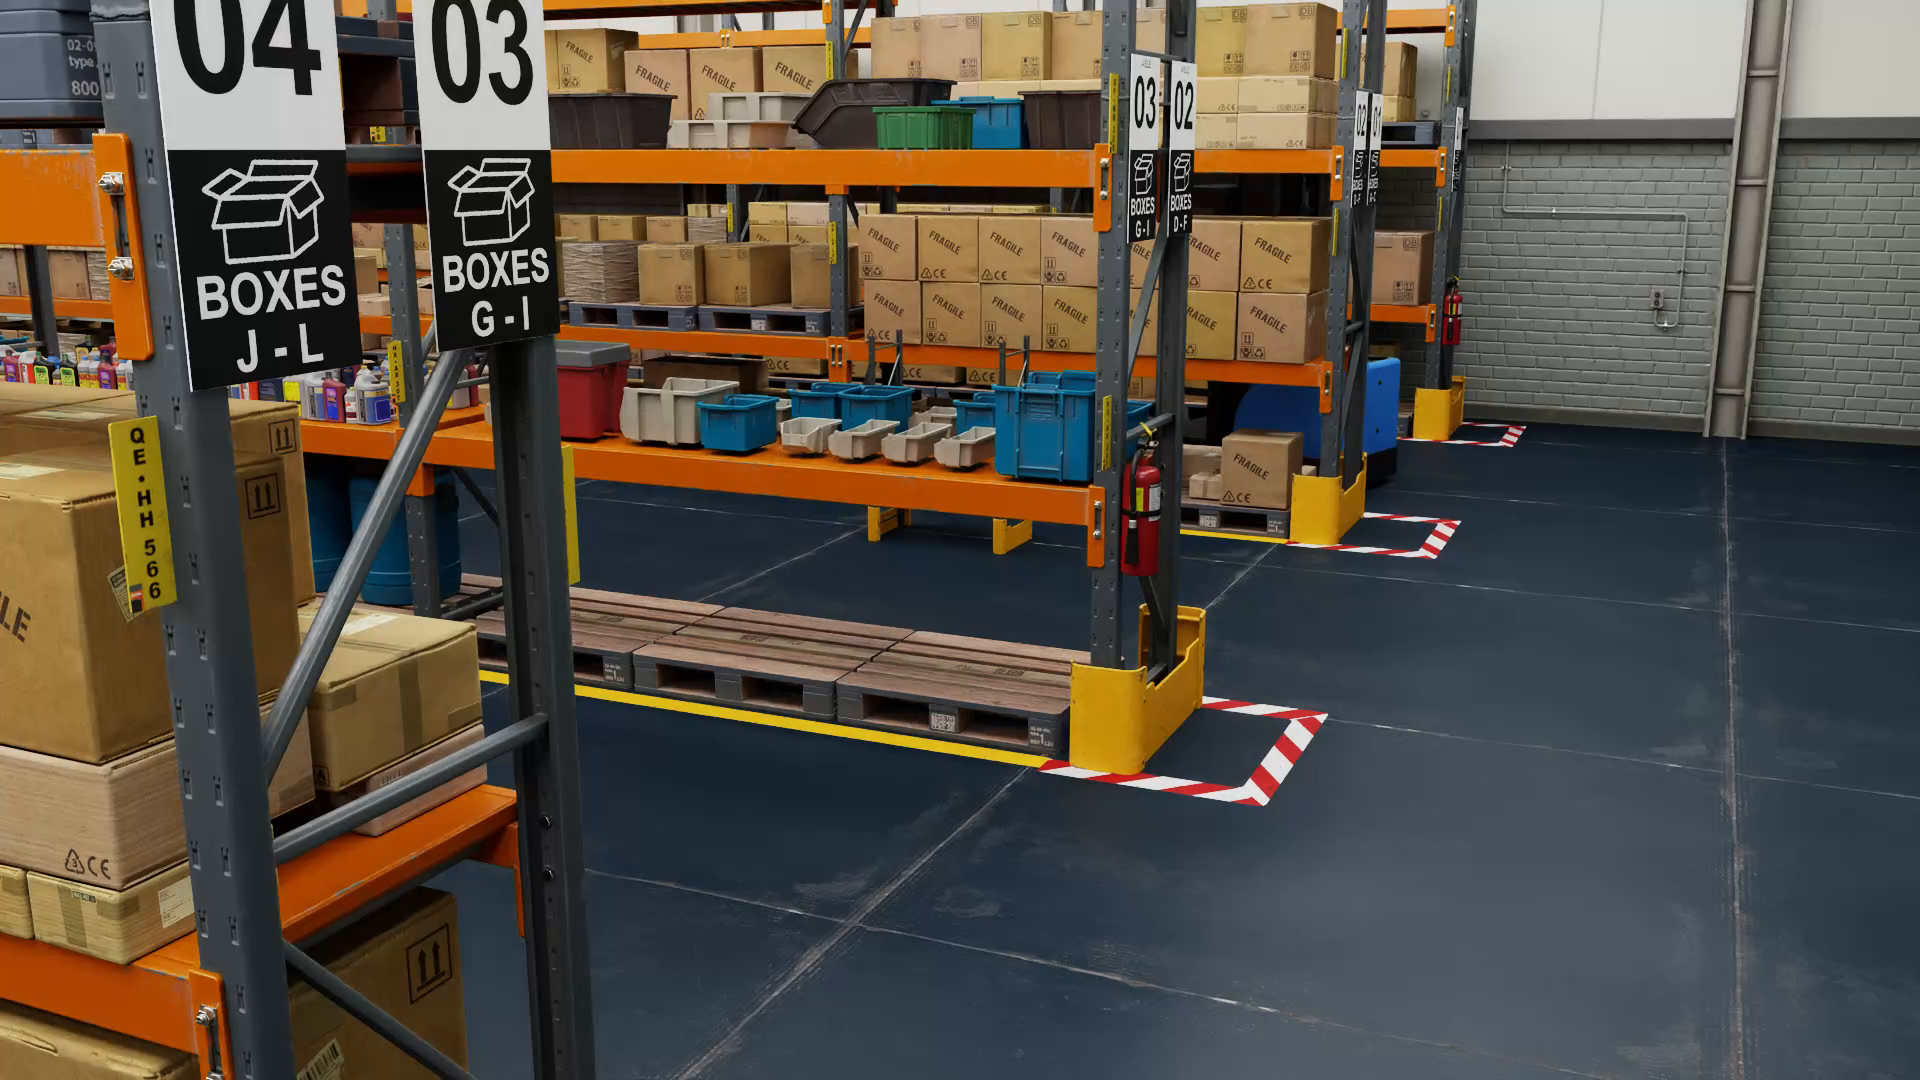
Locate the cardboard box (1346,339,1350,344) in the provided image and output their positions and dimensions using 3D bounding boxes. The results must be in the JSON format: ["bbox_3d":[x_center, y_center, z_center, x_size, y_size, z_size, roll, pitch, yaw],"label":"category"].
[{"bbox_3d":[3.922,-2.004,17.361,0.250,0.149,0.380,6,14,23],"label":"cardboard box"}]

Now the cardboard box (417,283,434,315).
[{"bbox_3d":[-4.762,-2.284,15.619,0.500,0.311,0.500,7,15,27],"label":"cardboard box"}]

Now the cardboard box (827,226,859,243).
[{"bbox_3d":[-1.175,-3.328,18.959,0.500,0.500,0.500,6,14,23],"label":"cardboard box"}]

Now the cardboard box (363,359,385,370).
[{"bbox_3d":[-5.756,-1.628,16.500,0.500,0.311,0.500,5,14,22],"label":"cardboard box"}]

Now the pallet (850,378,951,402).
[{"bbox_3d":[-0.642,-1.761,19.296,1.213,0.211,1.003,6,14,23],"label":"pallet"}]

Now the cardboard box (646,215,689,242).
[{"bbox_3d":[-3.400,-3.670,20.149,0.500,0.500,0.700,4,14,18],"label":"cardboard box"}]

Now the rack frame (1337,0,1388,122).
[{"bbox_3d":[2.867,-4.465,11.587,0.127,3.000,1.000,6,14,23],"label":"rack frame"}]

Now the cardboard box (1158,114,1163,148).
[{"bbox_3d":[1.376,-3.017,12.307,0.500,0.250,0.500,6,14,23],"label":"cardboard box"}]

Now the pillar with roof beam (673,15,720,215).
[{"bbox_3d":[-5.026,-5.643,16.603,0.400,9.000,9.100,6,14,23],"label":"pillar with roof beam"}]

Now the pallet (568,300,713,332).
[{"bbox_3d":[-2.667,-2.013,14.686,1.213,0.211,1.003,6,14,23],"label":"pallet"}]

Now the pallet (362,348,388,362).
[{"bbox_3d":[-7.849,-2.500,22.447,1.213,0.211,1.003,6,14,23],"label":"pallet"}]

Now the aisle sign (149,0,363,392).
[{"bbox_3d":[-1.204,-0.672,2.863,0.004,0.787,0.394,6,14,23],"label":"aisle sign"}]

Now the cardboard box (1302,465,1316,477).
[{"bbox_3d":[2.624,-0.482,13.019,0.250,0.149,0.380,6,14,23],"label":"cardboard box"}]

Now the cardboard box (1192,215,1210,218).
[{"bbox_3d":[1.632,-2.271,12.957,0.500,0.500,0.500,6,14,24],"label":"cardboard box"}]

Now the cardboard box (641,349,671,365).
[{"bbox_3d":[-3.547,-2.445,20.617,0.500,0.500,0.700,6,14,23],"label":"cardboard box"}]

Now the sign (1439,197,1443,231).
[{"bbox_3d":[4.638,-3.147,16.046,0.005,0.325,0.100,6,14,23],"label":"sign"}]

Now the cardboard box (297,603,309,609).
[{"bbox_3d":[-1.956,0.305,4.068,0.500,0.250,0.500,6,14,23],"label":"cardboard box"}]

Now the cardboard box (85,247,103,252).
[{"bbox_3d":[-8.665,-3.023,16.934,0.250,0.149,0.380,5,14,22],"label":"cardboard box"}]

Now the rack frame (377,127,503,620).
[{"bbox_3d":[-2.799,-0.881,9.442,0.127,3.000,1.000,6,14,23],"label":"rack frame"}]

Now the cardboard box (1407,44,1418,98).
[{"bbox_3d":[4.301,-4.703,16.715,0.500,0.500,0.500,5,14,21],"label":"cardboard box"}]

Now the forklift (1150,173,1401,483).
[{"bbox_3d":[2.335,-2.078,14.694,3.031,2.935,1.130,11,17,40],"label":"forklift"}]

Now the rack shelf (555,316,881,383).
[{"bbox_3d":[-2.618,-1.750,14.720,4.000,0.370,1.077,6,14,23],"label":"rack shelf"}]

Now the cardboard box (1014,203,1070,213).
[{"bbox_3d":[0.898,-3.615,18.540,0.500,0.250,0.500,6,15,25],"label":"cardboard box"}]

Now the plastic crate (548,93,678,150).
[{"bbox_3d":[-1.775,-2.105,8.380,0.590,0.269,0.497,6,14,23],"label":"plastic crate"}]

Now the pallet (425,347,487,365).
[{"bbox_3d":[-6.729,-2.387,21.967,1.213,0.211,1.003,6,14,23],"label":"pallet"}]

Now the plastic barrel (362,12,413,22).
[{"bbox_3d":[-3.179,-2.713,9.466,0.433,0.535,0.433,0,13,0],"label":"plastic barrel"}]

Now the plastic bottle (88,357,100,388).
[{"bbox_3d":[-5.252,-0.979,10.141,0.097,0.271,0.097,0,13,0],"label":"plastic bottle"}]

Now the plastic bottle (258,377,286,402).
[{"bbox_3d":[-3.941,-0.890,9.592,0.185,0.351,0.144,6,14,23],"label":"plastic bottle"}]

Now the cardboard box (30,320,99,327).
[{"bbox_3d":[-9.774,-2.133,18.236,0.500,0.500,0.500,6,14,23],"label":"cardboard box"}]

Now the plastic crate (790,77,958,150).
[{"bbox_3d":[-0.428,-2.139,8.376,0.767,0.338,0.504,6,14,23],"label":"plastic crate"}]

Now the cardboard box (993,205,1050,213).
[{"bbox_3d":[0.683,-3.508,18.083,0.500,0.250,0.500,6,15,25],"label":"cardboard box"}]

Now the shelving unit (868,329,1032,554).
[{"bbox_3d":[-0.070,-0.737,12.114,1.083,1.500,0.587,6,14,23],"label":"shelving unit"}]

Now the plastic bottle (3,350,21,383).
[{"bbox_3d":[-5.910,-1.046,10.404,0.133,0.283,0.061,6,14,23],"label":"plastic bottle"}]

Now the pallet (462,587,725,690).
[{"bbox_3d":[-2.111,0.537,9.505,1.213,0.211,1.003,6,14,23],"label":"pallet"}]

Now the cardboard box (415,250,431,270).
[{"bbox_3d":[-6.657,-3.607,21.347,0.500,0.250,0.500,6,14,23],"label":"cardboard box"}]

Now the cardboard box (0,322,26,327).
[{"bbox_3d":[-10.441,-2.071,17.971,0.500,0.500,0.500,6,14,23],"label":"cardboard box"}]

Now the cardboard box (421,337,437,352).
[{"bbox_3d":[-7.066,-2.775,22.024,0.500,0.500,0.500,5,14,19],"label":"cardboard box"}]

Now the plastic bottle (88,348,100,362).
[{"bbox_3d":[-5.816,-1.191,11.200,0.097,0.201,0.097,0,13,0],"label":"plastic bottle"}]

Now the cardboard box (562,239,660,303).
[{"bbox_3d":[-3.067,-2.379,14.689,0.500,0.500,0.700,9,16,34],"label":"cardboard box"}]

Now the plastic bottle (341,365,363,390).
[{"bbox_3d":[-3.774,-1.029,10.330,0.133,0.283,0.061,6,14,23],"label":"plastic bottle"}]

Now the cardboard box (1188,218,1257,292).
[{"bbox_3d":[1.887,-2.111,12.276,0.500,0.500,0.500,6,15,25],"label":"cardboard box"}]

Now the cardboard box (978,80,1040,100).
[{"bbox_3d":[0.465,-3.354,12.651,0.500,0.250,0.500,6,14,23],"label":"cardboard box"}]

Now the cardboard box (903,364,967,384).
[{"bbox_3d":[-0.248,-2.222,18.946,0.750,0.750,0.750,6,15,25],"label":"cardboard box"}]

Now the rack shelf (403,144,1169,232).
[{"bbox_3d":[-0.971,-1.806,8.393,4.000,0.370,1.077,6,14,23],"label":"rack shelf"}]

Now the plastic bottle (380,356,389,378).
[{"bbox_3d":[-3.498,-0.991,10.193,0.097,0.271,0.097,0,13,0],"label":"plastic bottle"}]

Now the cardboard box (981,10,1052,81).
[{"bbox_3d":[0.530,-3.753,12.708,0.500,0.500,0.700,6,14,23],"label":"cardboard box"}]

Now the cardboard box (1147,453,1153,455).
[{"bbox_3d":[1.414,-0.513,12.933,0.500,0.250,0.500,6,14,23],"label":"cardboard box"}]

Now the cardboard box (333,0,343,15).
[{"bbox_3d":[-1.646,-1.275,3.200,0.500,0.500,0.700,5,14,20],"label":"cardboard box"}]

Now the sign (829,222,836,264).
[{"bbox_3d":[-1.011,-2.362,13.222,0.005,0.325,0.100,6,14,23],"label":"sign"}]

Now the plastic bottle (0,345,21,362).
[{"bbox_3d":[-6.130,-1.115,10.710,0.135,0.276,0.152,6,14,23],"label":"plastic bottle"}]

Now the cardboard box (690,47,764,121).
[{"bbox_3d":[-1.841,-3.796,13.944,0.600,0.600,0.600,6,14,23],"label":"cardboard box"}]

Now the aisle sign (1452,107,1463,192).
[{"bbox_3d":[4.815,-3.776,16.091,0.004,0.787,0.394,6,14,23],"label":"aisle sign"}]

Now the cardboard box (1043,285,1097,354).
[{"bbox_3d":[0.957,-1.719,12.797,0.500,0.500,0.500,6,14,22],"label":"cardboard box"}]

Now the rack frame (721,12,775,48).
[{"bbox_3d":[-2.444,-6.241,19.152,0.127,3.000,1.000,6,14,23],"label":"rack frame"}]

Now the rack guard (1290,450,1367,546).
[{"bbox_3d":[2.798,-0.335,12.588,0.348,0.500,1.175,6,14,23],"label":"rack guard"}]

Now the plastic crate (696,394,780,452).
[{"bbox_3d":[-1.124,-0.595,8.458,0.300,0.233,0.416,6,14,23],"label":"plastic crate"}]

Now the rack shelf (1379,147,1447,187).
[{"bbox_3d":[3.042,-3.875,17.211,4.000,0.370,1.077,6,14,23],"label":"rack shelf"}]

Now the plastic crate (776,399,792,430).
[{"bbox_3d":[-1.086,-0.683,9.046,0.466,0.136,0.293,6,14,23],"label":"plastic crate"}]
